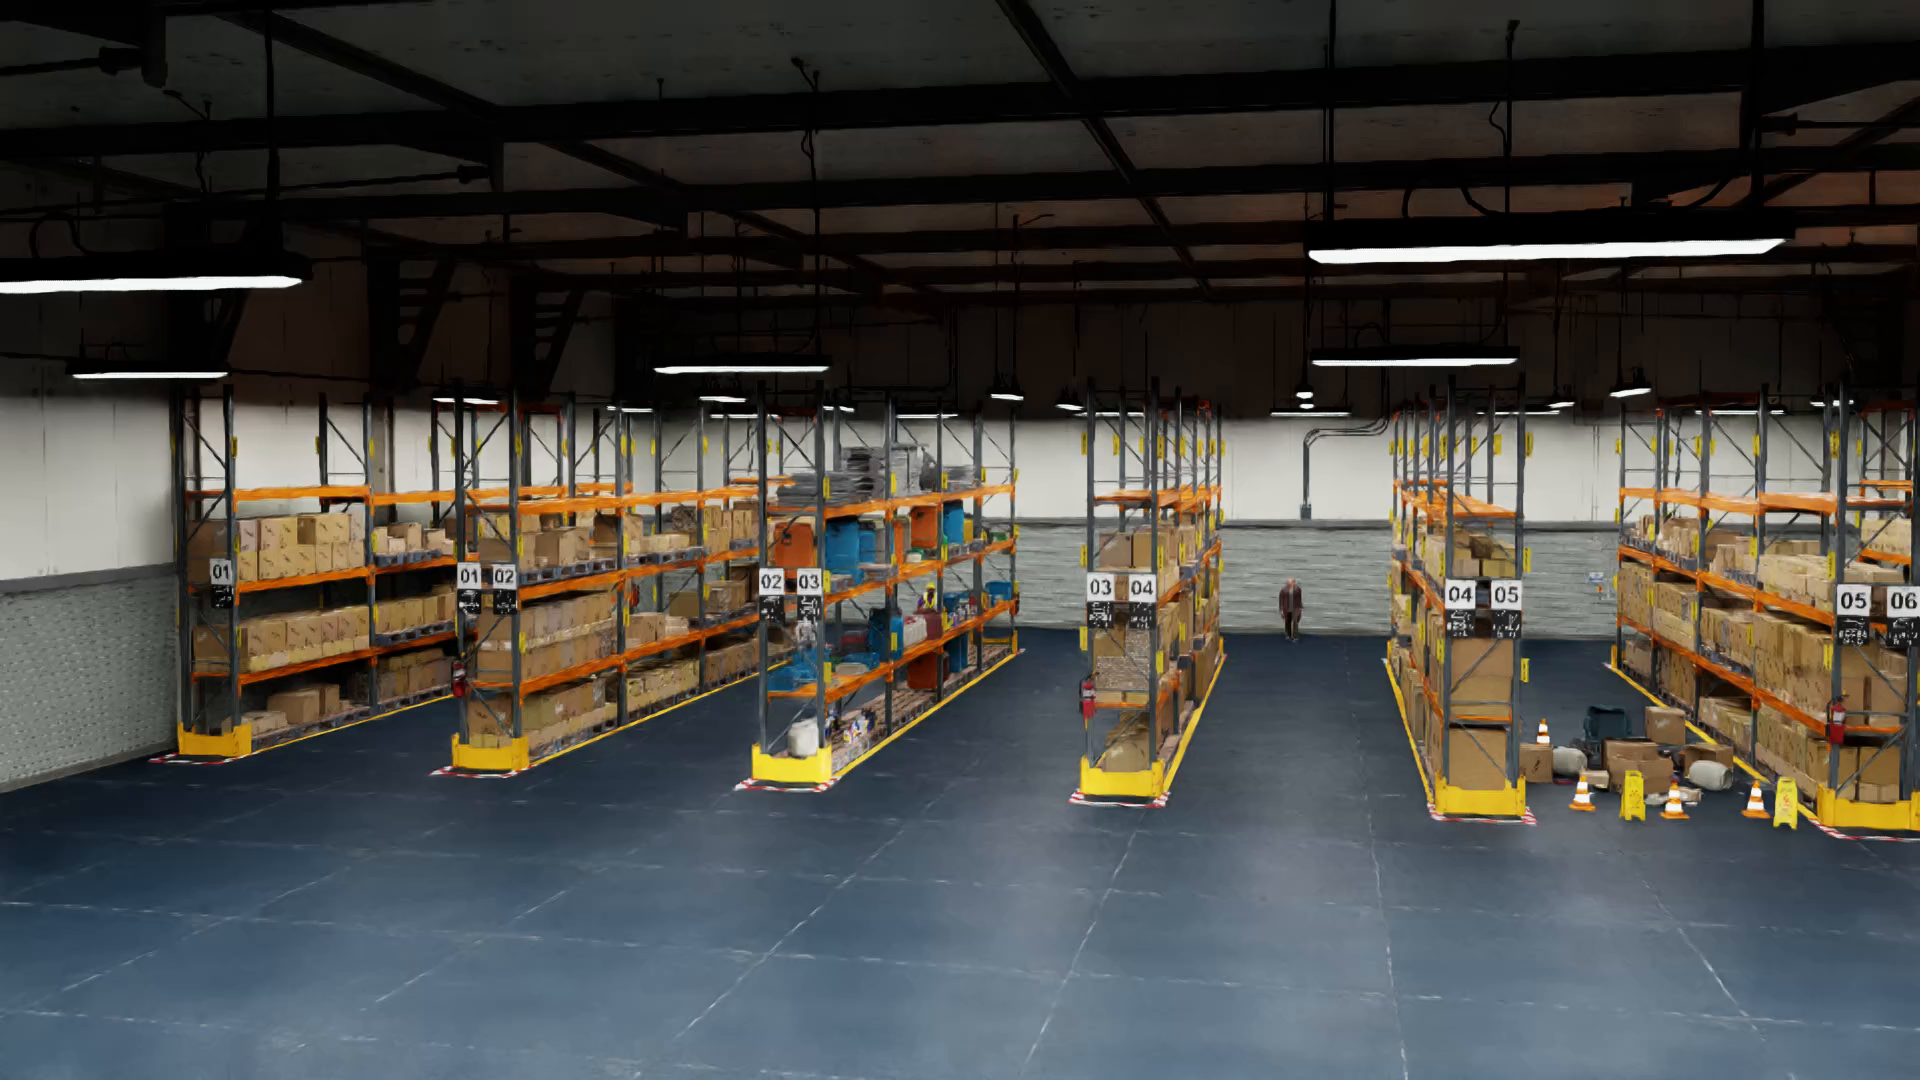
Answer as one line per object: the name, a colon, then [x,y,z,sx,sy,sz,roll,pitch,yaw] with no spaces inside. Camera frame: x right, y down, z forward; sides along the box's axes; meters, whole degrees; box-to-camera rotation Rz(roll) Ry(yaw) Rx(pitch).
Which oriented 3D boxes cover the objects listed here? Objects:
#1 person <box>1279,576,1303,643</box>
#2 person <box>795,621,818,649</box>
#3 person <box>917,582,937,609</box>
person: [8.450,1.758,42.489,0.598,1.698,1.193,1,3,14]
person: [-3.248,2.187,35.876,0.639,1.632,0.512,1,3,10]
person: [-0.684,1.871,40.742,0.734,1.697,0.856,1,3,17]
